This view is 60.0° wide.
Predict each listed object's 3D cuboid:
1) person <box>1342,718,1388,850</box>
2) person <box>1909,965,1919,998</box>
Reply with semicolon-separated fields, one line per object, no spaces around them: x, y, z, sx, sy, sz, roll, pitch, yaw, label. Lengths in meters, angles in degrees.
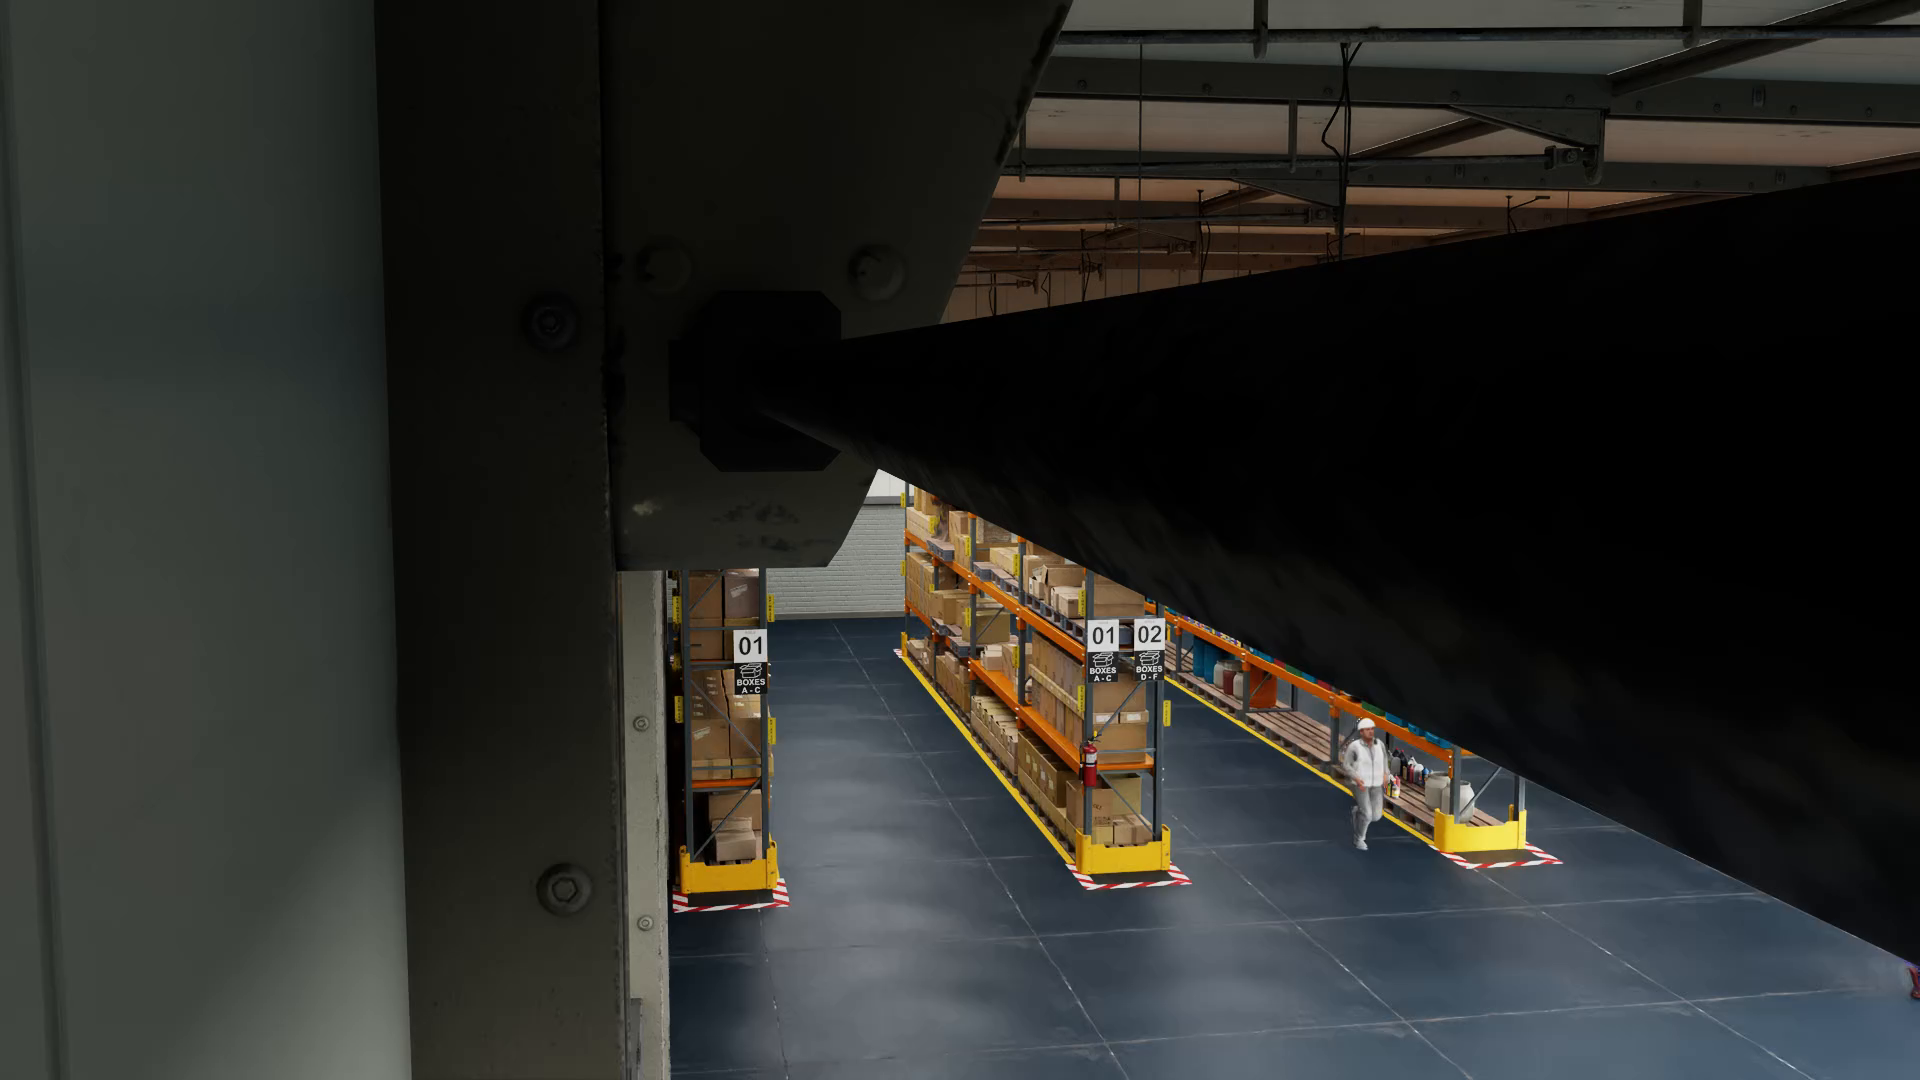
5.356;3.199;22.003;0.669;1.733;0.639;-1;6;-14;person
9.737;3.827;16.606;0.547;1.592;0.607;0;6;4;person
